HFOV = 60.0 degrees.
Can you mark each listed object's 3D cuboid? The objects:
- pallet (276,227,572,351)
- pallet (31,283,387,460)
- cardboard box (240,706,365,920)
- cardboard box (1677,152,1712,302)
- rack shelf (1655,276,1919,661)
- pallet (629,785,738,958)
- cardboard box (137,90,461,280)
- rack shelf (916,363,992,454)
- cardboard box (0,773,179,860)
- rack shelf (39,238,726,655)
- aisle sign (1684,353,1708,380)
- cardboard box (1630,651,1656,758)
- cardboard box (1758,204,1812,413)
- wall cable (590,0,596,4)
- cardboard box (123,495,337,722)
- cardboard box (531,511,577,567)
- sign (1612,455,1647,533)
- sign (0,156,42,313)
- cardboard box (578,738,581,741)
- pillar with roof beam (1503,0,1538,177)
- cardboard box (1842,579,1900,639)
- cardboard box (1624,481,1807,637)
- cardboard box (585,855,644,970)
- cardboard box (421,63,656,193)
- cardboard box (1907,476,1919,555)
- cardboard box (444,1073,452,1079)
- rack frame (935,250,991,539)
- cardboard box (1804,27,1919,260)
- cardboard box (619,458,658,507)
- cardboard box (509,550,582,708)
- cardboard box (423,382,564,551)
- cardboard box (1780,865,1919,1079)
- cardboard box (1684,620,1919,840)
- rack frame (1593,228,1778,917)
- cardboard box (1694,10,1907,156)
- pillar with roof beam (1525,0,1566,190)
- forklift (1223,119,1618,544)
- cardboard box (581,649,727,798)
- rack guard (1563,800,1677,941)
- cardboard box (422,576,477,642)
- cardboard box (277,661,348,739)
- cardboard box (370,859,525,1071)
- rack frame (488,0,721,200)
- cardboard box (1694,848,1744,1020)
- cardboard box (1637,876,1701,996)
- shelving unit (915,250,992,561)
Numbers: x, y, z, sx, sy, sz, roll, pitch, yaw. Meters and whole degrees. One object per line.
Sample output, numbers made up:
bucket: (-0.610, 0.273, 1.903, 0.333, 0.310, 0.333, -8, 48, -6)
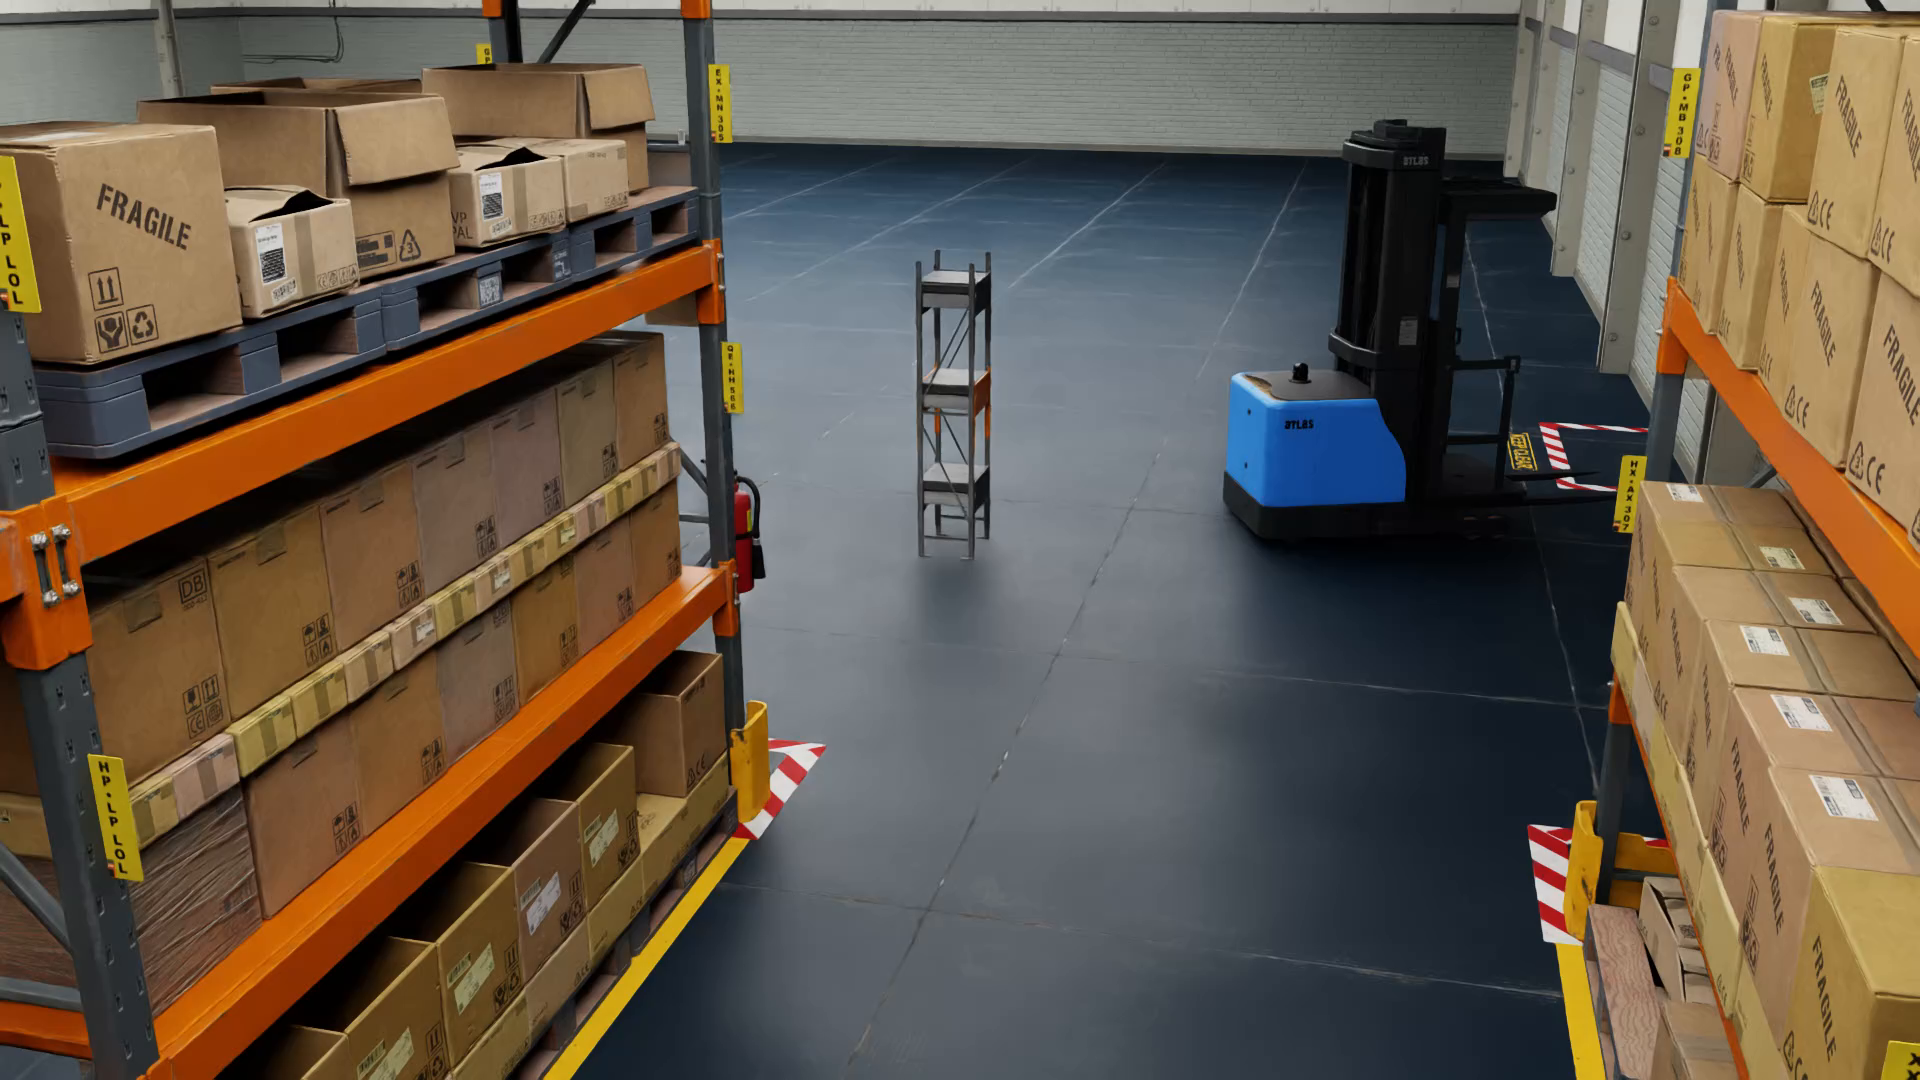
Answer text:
pallet: (-2.050, -0.897, 5.670, 1.003, 0.211, 1.213, 5, 19, 13)
pallet: (-2.350, -0.516, 4.554, 1.003, 0.211, 1.213, 5, 19, 13)
cardboard box: (-2.309, 0.778, 5.114, 0.700, 0.500, 0.500, 4, 19, 13)
cardboard box: (2.924, -1.124, 6.011, 0.500, 0.500, 0.500, 5, 20, 15)
rack shelf: (2.759, -0.185, 4.560, 1.077, 0.370, 4.000, 5, 19, 13)
pallet: (-1.703, 1.440, 7.645, 1.003, 0.211, 1.213, 5, 19, 13)
cardboard box: (-2.009, -1.108, 5.126, 0.797, 0.503, 0.637, 7, 20, 19)
rack shelf: (-0.040, -0.929, 11.701, 0.431, 0.518, 0.480, 5, 19, 13)
cardboard box: (-2.280, 0.708, 4.316, 0.380, 0.149, 0.250, 5, 19, 13)
rack shelf: (-2.045, -0.575, 5.702, 1.077, 0.370, 4.000, 5, 19, 13)
aisle sign: (2.975, -1.009, 6.479, 0.394, 0.787, 0.004, 5, 19, 13)
cardboard box: (2.708, 0.621, 5.931, 0.500, 0.250, 0.500, 4, 19, 12)
cardboard box: (2.525, -0.626, 4.552, 0.500, 0.500, 0.500, 6, 20, 17)
wall cable: (-8.096, -15.848, 39.403, 2.305, 6.003, 0.169, 5, 19, 13)
cardboard box: (-2.309, 0.172, 4.882, 0.700, 0.500, 0.500, 5, 19, 13)
cardboard box: (-1.717, -0.019, 6.444, 0.380, 0.149, 0.250, 5, 20, 15)
sign: (2.722, -0.185, 6.750, 0.100, 0.325, 0.005, 5, 19, 13)
sign: (-2.005, -0.642, 3.500, 0.100, 0.325, 0.005, 5, 19, 13)
cardboard box: (-1.903, 1.130, 7.842, 0.500, 0.250, 0.500, 5, 19, 13)
pillar with roof beam: (7.071, -12.027, 33.477, 9.100, 9.000, 0.400, 5, 19, 13)
cardboard box: (3.084, 0.458, 5.247, 0.500, 0.500, 0.500, 4, 19, 12)
cardboard box: (2.840, 0.100, 6.295, 0.500, 0.500, 0.500, 5, 19, 13)
cardboard box: (-1.632, 1.486, 6.801, 0.500, 0.250, 0.500, 5, 19, 13)
cardboard box: (-1.701, -1.676, 6.788, 0.797, 0.503, 0.637, 6, 20, 17)
cardboard box: (2.155, -0.134, 3.112, 0.500, 0.500, 0.500, 5, 20, 15)
cardboard box: (-1.999, 1.956, 5.425, 0.500, 0.250, 0.500, 5, 19, 13)
rack frame: (0.019, -1.018, 11.920, 0.400, 2.100, 0.015, 5, 19, 13)
cardboard box: (2.371, -0.944, 3.937, 0.500, 0.500, 0.500, 4, 19, 11)
cardboard box: (-1.528, -0.260, 7.150, 0.380, 0.149, 0.250, 5, 20, 15)
cardboard box: (-1.933, 0.295, 6.527, 0.700, 0.500, 0.500, 5, 19, 14)
cardboard box: (-1.941, -0.299, 6.260, 0.700, 0.500, 0.500, 5, 19, 14)
cardboard box: (2.086, 1.055, 3.499, 0.500, 0.500, 0.500, 5, 19, 13)
cardboard box: (2.463, 0.578, 4.895, 0.500, 0.500, 0.500, 5, 20, 15)
rack frame: (3.248, 0.267, 6.764, 1.000, 3.000, 0.127, 5, 19, 13)
cardboard box: (2.918, -1.581, 5.801, 0.500, 0.500, 0.500, 3, 19, 9)
pillar with roof beam: (5.605, -10.146, 27.971, 9.100, 9.000, 0.400, 5, 19, 13)
forklift: (3.592, -1.556, 12.210, 3.031, 2.935, 1.130, -3, 19, -8)
cardboard box: (-1.399, 0.816, 7.601, 0.500, 0.500, 0.500, 5, 19, 13)
rack guard: (3.229, 1.474, 7.098, 1.175, 0.500, 0.348, 5, 19, 13)
cardboard box: (-1.905, 0.222, 5.739, 0.380, 0.149, 0.250, 4, 19, 13)
cardboard box: (-2.095, 0.466, 5.025, 0.380, 0.149, 0.250, 4, 19, 13)
cardboard box: (-1.873, 1.445, 5.762, 0.500, 0.500, 0.500, 5, 19, 13)
rack frame: (-1.556, -2.962, 6.936, 1.000, 3.000, 0.127, 5, 19, 13)
cardboard box: (2.330, 1.096, 4.540, 0.500, 0.250, 0.500, 5, 19, 13)
cardboard box: (2.992, 1.541, 6.514, 0.500, 0.311, 0.500, 2, 19, 7)
shelving unit: (-0.040, -0.942, 11.696, 0.431, 2.100, 0.503, 5, 19, 13)
